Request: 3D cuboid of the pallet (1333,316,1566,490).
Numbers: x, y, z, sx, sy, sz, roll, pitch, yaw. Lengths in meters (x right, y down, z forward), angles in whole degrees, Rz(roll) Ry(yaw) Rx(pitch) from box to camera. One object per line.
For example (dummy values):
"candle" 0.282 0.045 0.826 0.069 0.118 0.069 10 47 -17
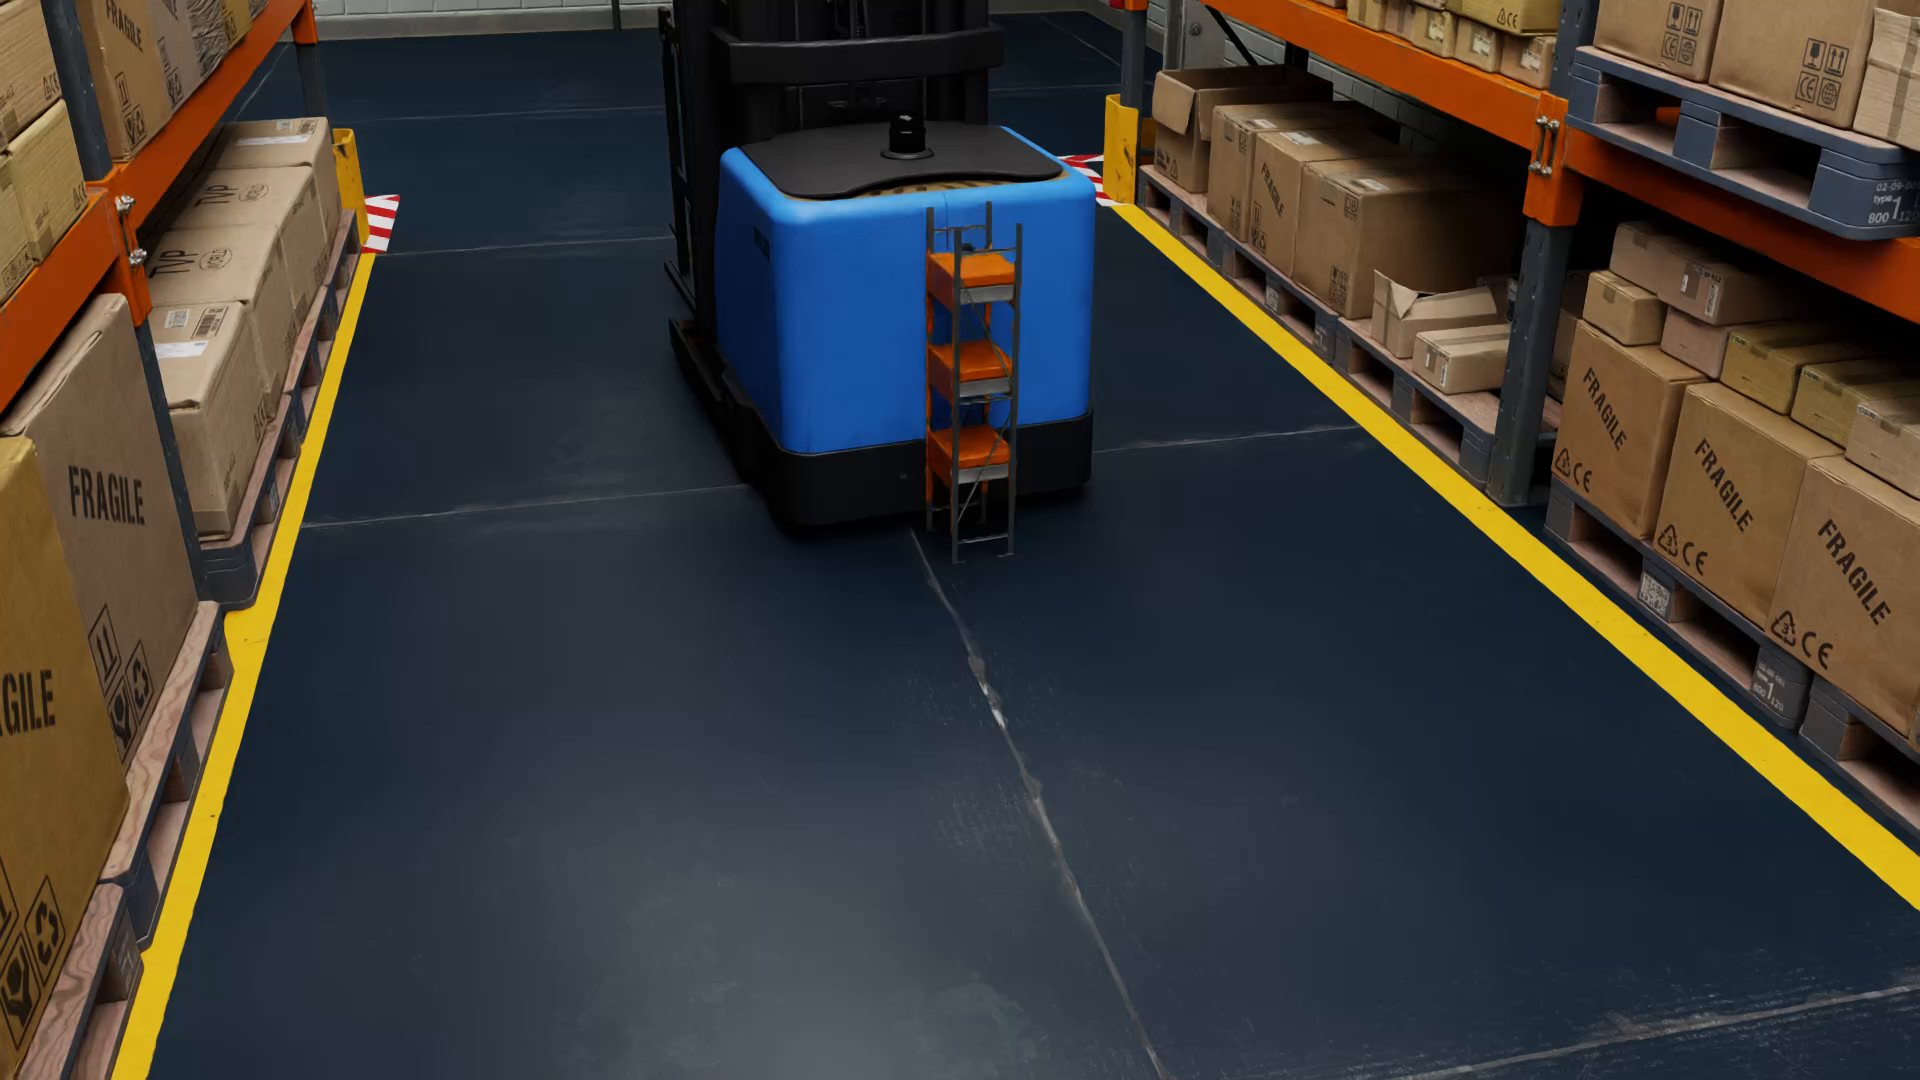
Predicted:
"pallet" 2.096 -0.570 6.145 1.003 0.211 1.213 -6 27 -12

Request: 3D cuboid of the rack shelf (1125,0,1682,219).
"rack shelf" 1.799 -2.070 6.821 1.077 0.370 4.000 -6 27 -12

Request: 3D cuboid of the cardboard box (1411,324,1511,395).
"cardboard box" 1.838 -0.643 5.892 0.380 0.149 0.250 -7 28 -13

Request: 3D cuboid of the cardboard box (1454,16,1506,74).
"cardboard box" 1.852 -1.627 5.424 0.380 0.149 0.250 -5 27 -10

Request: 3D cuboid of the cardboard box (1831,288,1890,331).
"cardboard box" 2.678 -0.627 4.751 0.380 0.149 0.250 -6 27 -12

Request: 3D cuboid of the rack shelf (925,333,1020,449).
"rack shelf" 0.034 -0.451 4.998 0.215 0.259 0.240 -8 28 -18

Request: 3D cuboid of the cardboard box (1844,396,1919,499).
"cardboard box" 2.373 -0.232 3.969 0.380 0.149 0.250 -6 27 -12

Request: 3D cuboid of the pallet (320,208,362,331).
"pallet" -3.231 -1.175 7.345 1.003 0.211 1.213 -6 27 -12

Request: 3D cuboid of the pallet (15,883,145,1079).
"pallet" -2.060 1.105 2.826 1.003 0.211 1.213 -6 27 -12

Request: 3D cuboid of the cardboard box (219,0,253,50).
"cardboard box" -2.768 -1.951 5.676 0.500 0.500 0.500 -5 27 -10

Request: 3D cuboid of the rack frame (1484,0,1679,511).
"rack frame" 2.249 -1.513 4.919 1.000 3.000 0.127 -6 27 -12

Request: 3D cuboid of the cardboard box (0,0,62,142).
"cardboard box" -2.250 -0.995 3.504 0.500 0.250 0.500 -6 27 -12

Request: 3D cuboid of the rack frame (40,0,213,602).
"rack frame" -2.586 -1.007 3.917 1.000 3.000 0.127 -6 27 -12

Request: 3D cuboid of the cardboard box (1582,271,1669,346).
"cardboard box" 2.071 -0.690 4.876 0.380 0.149 0.250 -5 27 -9

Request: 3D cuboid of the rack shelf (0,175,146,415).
"rack shelf" -2.135 0.192 2.340 1.077 0.370 4.000 -6 27 -12

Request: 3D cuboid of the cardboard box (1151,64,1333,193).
"cardboard box" 1.393 -2.064 8.315 0.797 0.503 0.637 -7 28 -14

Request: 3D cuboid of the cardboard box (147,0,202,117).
"cardboard box" -2.546 -1.506 4.794 0.500 0.500 0.500 -6 27 -11

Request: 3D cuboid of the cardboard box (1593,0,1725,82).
"cardboard box" 2.140 -1.510 4.336 0.700 0.500 0.500 -5 27 -10

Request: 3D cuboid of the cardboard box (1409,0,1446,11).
"cardboard box" 1.770 -1.996 5.712 0.500 0.250 0.500 -6 27 -11

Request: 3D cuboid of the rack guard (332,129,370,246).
"rack guard" -3.493 -1.658 7.980 1.175 0.500 0.348 -6 27 -12

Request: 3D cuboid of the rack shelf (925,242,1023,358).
"rack shelf" 0.037 -0.704 4.871 0.215 0.259 0.240 -8 28 -18

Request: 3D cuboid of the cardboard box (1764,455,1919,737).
"cardboard box" 2.377 0.103 4.025 0.500 0.500 0.500 -7 28 -13

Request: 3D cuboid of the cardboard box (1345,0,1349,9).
"cardboard box" 1.703 -2.091 6.342 0.380 0.149 0.250 -6 27 -11

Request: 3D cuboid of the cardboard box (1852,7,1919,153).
"cardboard box" 2.189 -0.992 3.569 0.396 0.266 0.258 -5 27 -9

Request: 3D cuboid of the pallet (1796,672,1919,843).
"pallet" 2.748 0.622 3.784 1.003 0.211 1.213 -6 27 -12

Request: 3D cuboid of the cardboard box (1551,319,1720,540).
"cardboard box" 2.139 -0.349 4.922 0.500 0.500 0.500 -5 27 -9

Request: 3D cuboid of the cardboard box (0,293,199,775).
"cardboard box" -2.368 0.018 3.778 0.875 0.875 0.875 -5 27 -10

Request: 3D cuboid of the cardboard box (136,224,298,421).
"cardboard box" -2.825 -0.731 5.746 0.875 0.438 0.875 -7 28 -13

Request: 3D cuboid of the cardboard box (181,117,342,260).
"cardboard box" -3.241 -1.528 7.325 0.875 0.438 0.875 -7 28 -13

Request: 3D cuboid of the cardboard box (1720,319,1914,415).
"cardboard box" 2.278 -0.465 4.430 0.380 0.149 0.250 -7 28 -14

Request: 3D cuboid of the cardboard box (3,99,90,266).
"cardboard box" -2.239 -0.769 3.611 0.500 0.250 0.500 -7 28 -13

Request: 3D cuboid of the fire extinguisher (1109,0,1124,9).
"fire extinguisher" 0.864 -3.086 8.534 0.296 0.674 0.183 -6 27 -12

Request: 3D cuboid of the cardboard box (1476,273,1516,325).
"cardboard box" 2.233 -0.932 6.466 0.380 0.149 0.250 -6 27 -12

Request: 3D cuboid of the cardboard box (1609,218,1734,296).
"cardboard box" 2.130 -0.829 4.821 0.380 0.149 0.250 -6 27 -12

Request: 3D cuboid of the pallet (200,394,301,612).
"pallet" -2.681 -0.104 5.223 1.003 0.211 1.213 -6 27 -12

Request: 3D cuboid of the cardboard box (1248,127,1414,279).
"cardboard box" 1.570 -1.441 7.084 0.500 0.500 0.500 -5 27 -11

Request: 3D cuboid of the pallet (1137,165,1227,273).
"pallet" 1.546 -1.641 8.267 1.003 0.211 1.213 -6 27 -12

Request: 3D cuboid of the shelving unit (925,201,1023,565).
"shelving unit" 0.034 -0.460 4.993 0.215 1.050 0.252 -8 28 -18

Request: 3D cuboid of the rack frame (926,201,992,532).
"rack frame" -0.007 -0.512 5.096 0.200 1.050 0.008 -8 28 -18

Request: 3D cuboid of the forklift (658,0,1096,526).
"forklift" -0.528 -1.997 5.954 1.130 2.935 3.031 -9 28 -17

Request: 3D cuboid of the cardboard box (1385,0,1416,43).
"cardboard box" 1.737 -1.857 5.879 0.380 0.149 0.250 -5 27 -10
